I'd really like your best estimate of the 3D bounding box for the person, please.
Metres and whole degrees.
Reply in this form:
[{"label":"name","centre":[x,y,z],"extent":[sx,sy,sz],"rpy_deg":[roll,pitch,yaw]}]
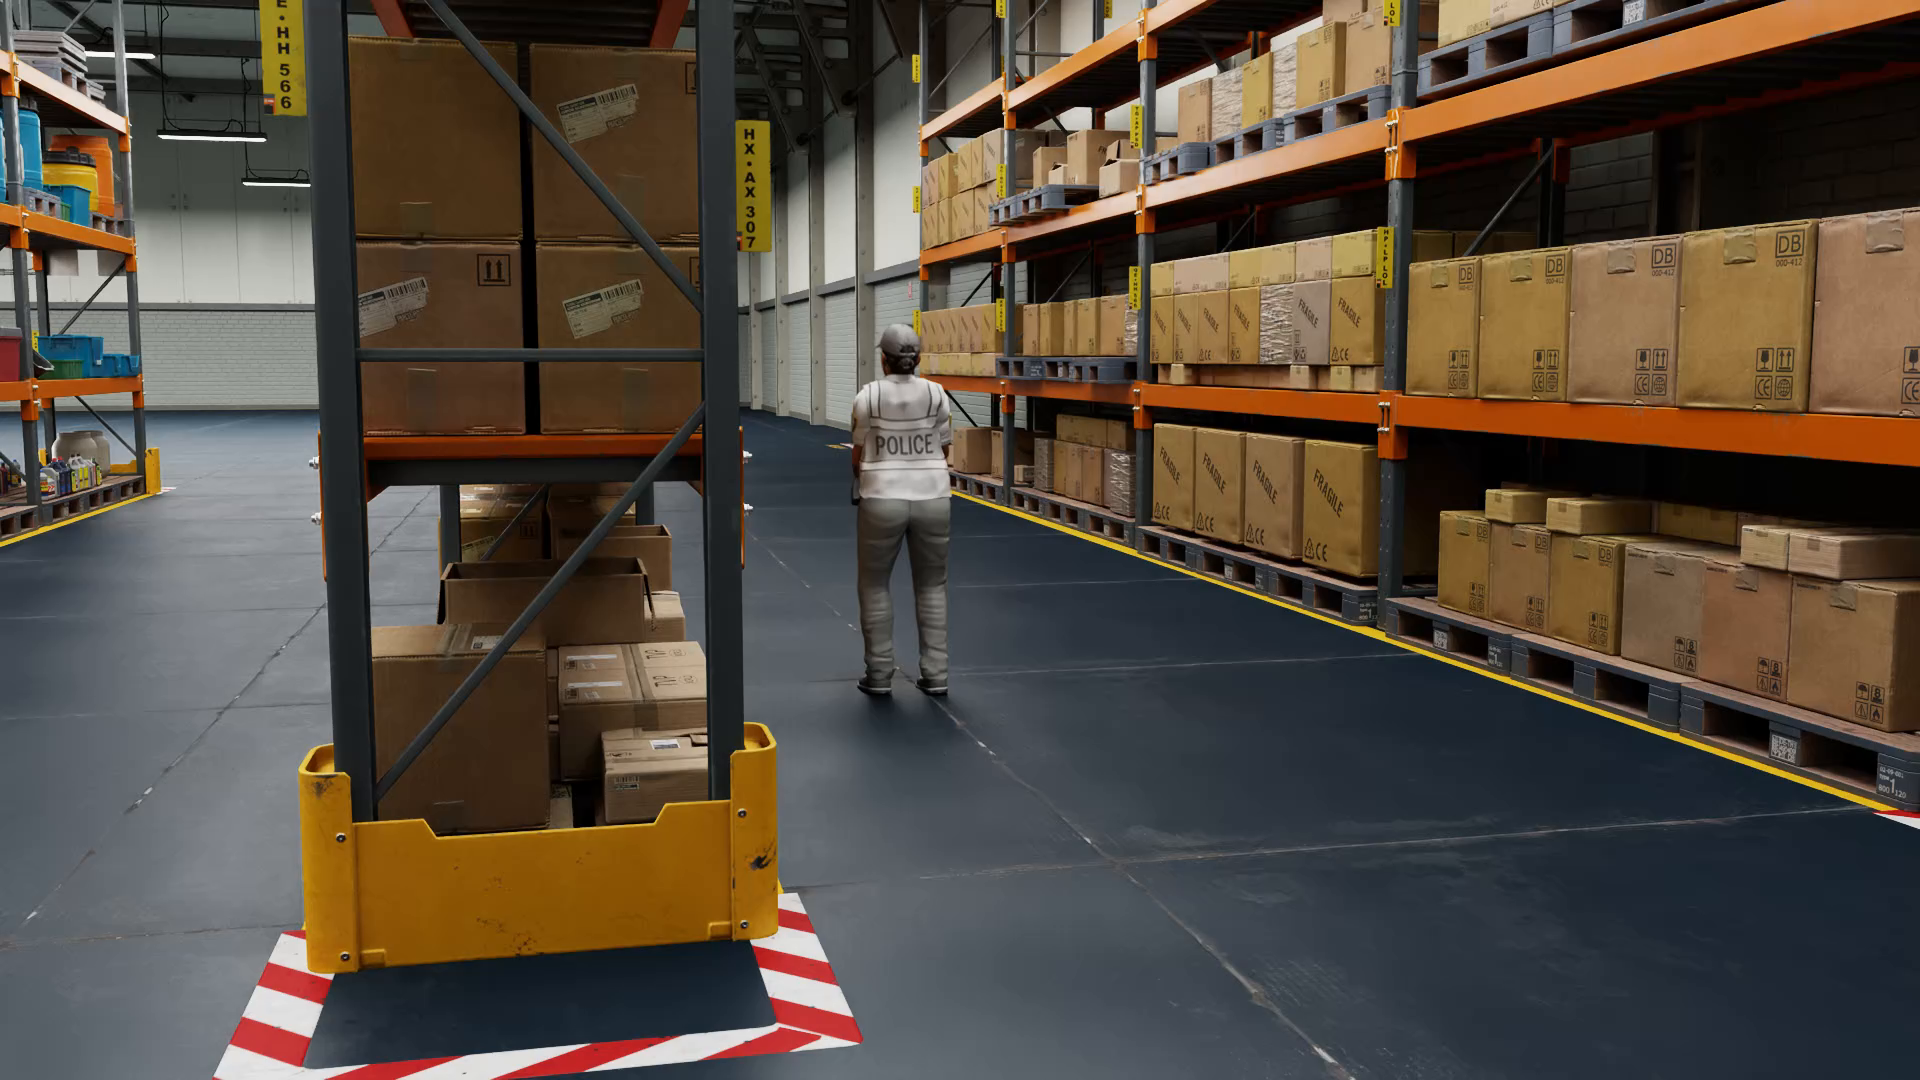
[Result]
[{"label":"person","centre":[-0.276,-0.138,7.486],"extent":[0.455,1.656,0.535],"rpy_deg":[-1,6,-13]}]
